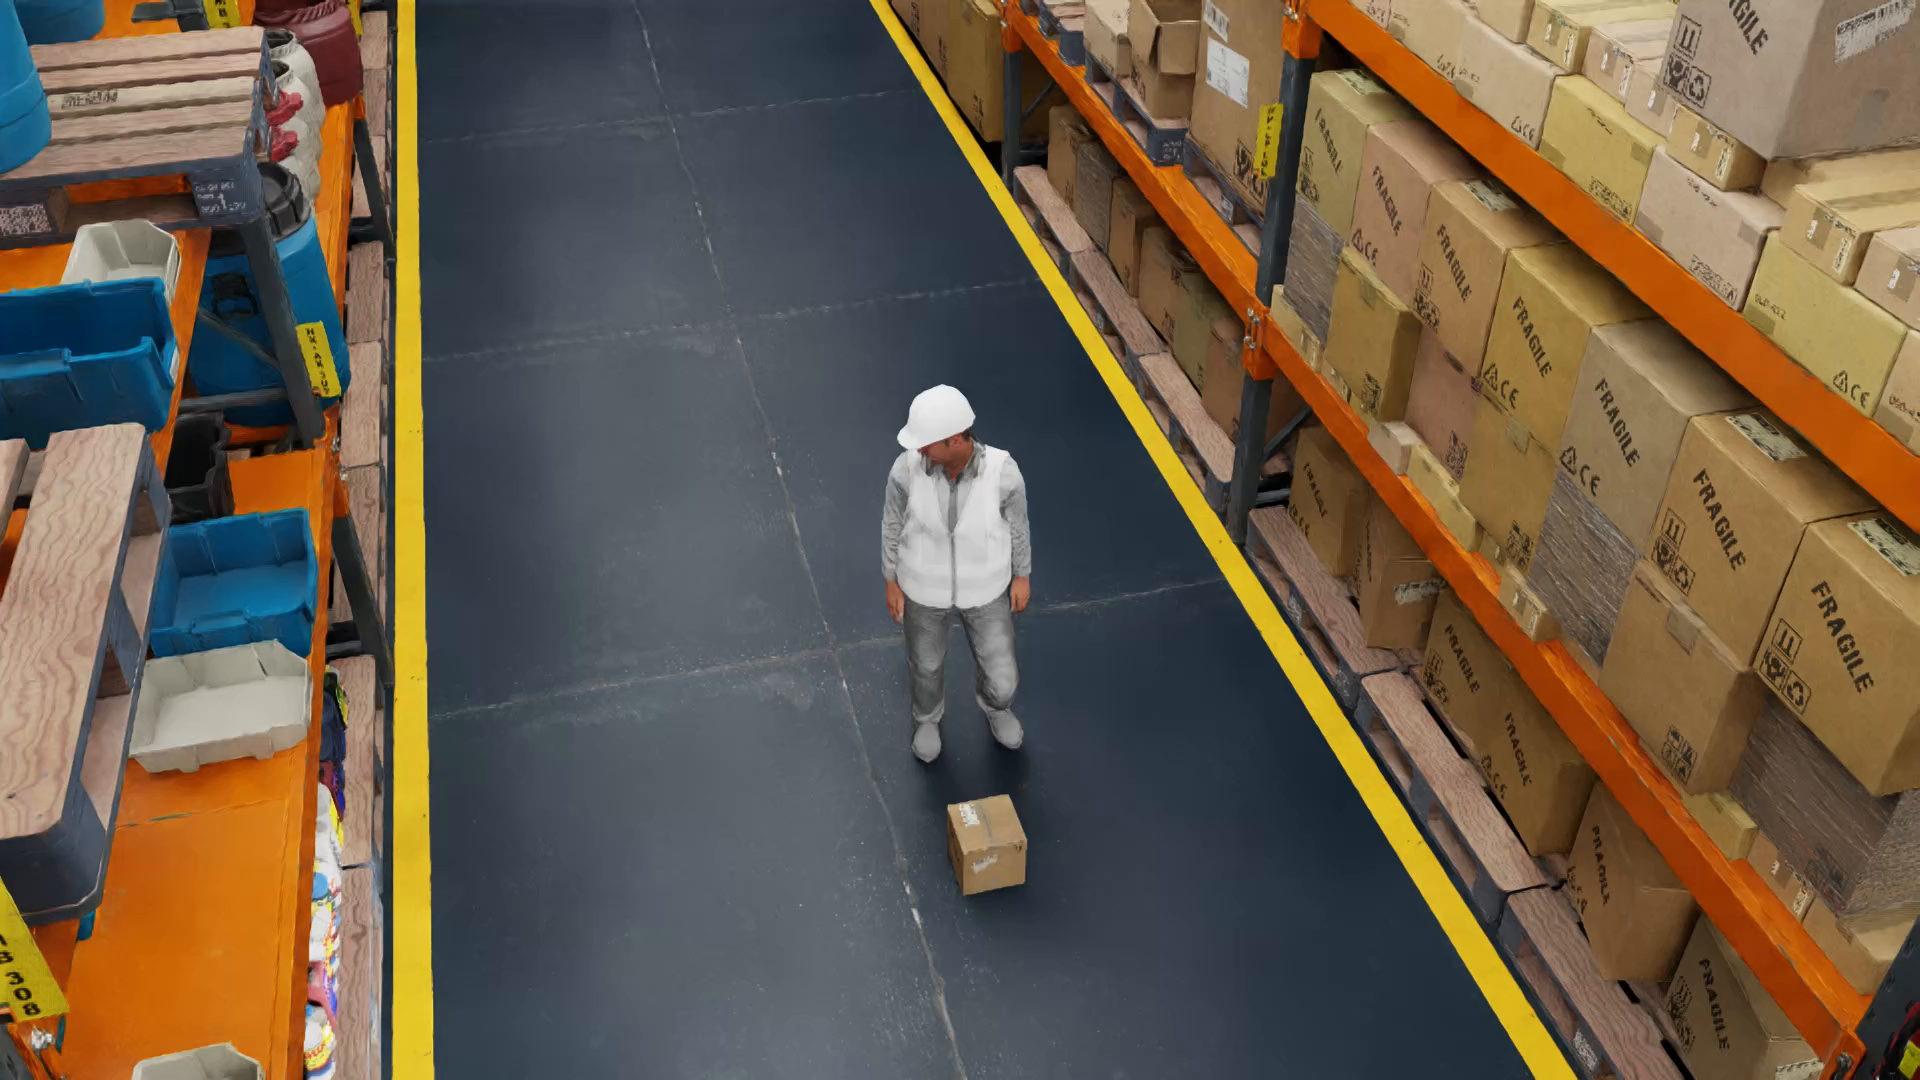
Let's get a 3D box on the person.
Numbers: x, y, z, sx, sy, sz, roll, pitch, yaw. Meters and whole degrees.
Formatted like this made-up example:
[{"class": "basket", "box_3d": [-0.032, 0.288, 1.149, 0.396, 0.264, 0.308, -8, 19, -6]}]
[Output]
[{"class": "person", "box_3d": [-0.009, 0.177, 6.448, 0.582, 1.756, 0.457, -2, 38, -2]}]
